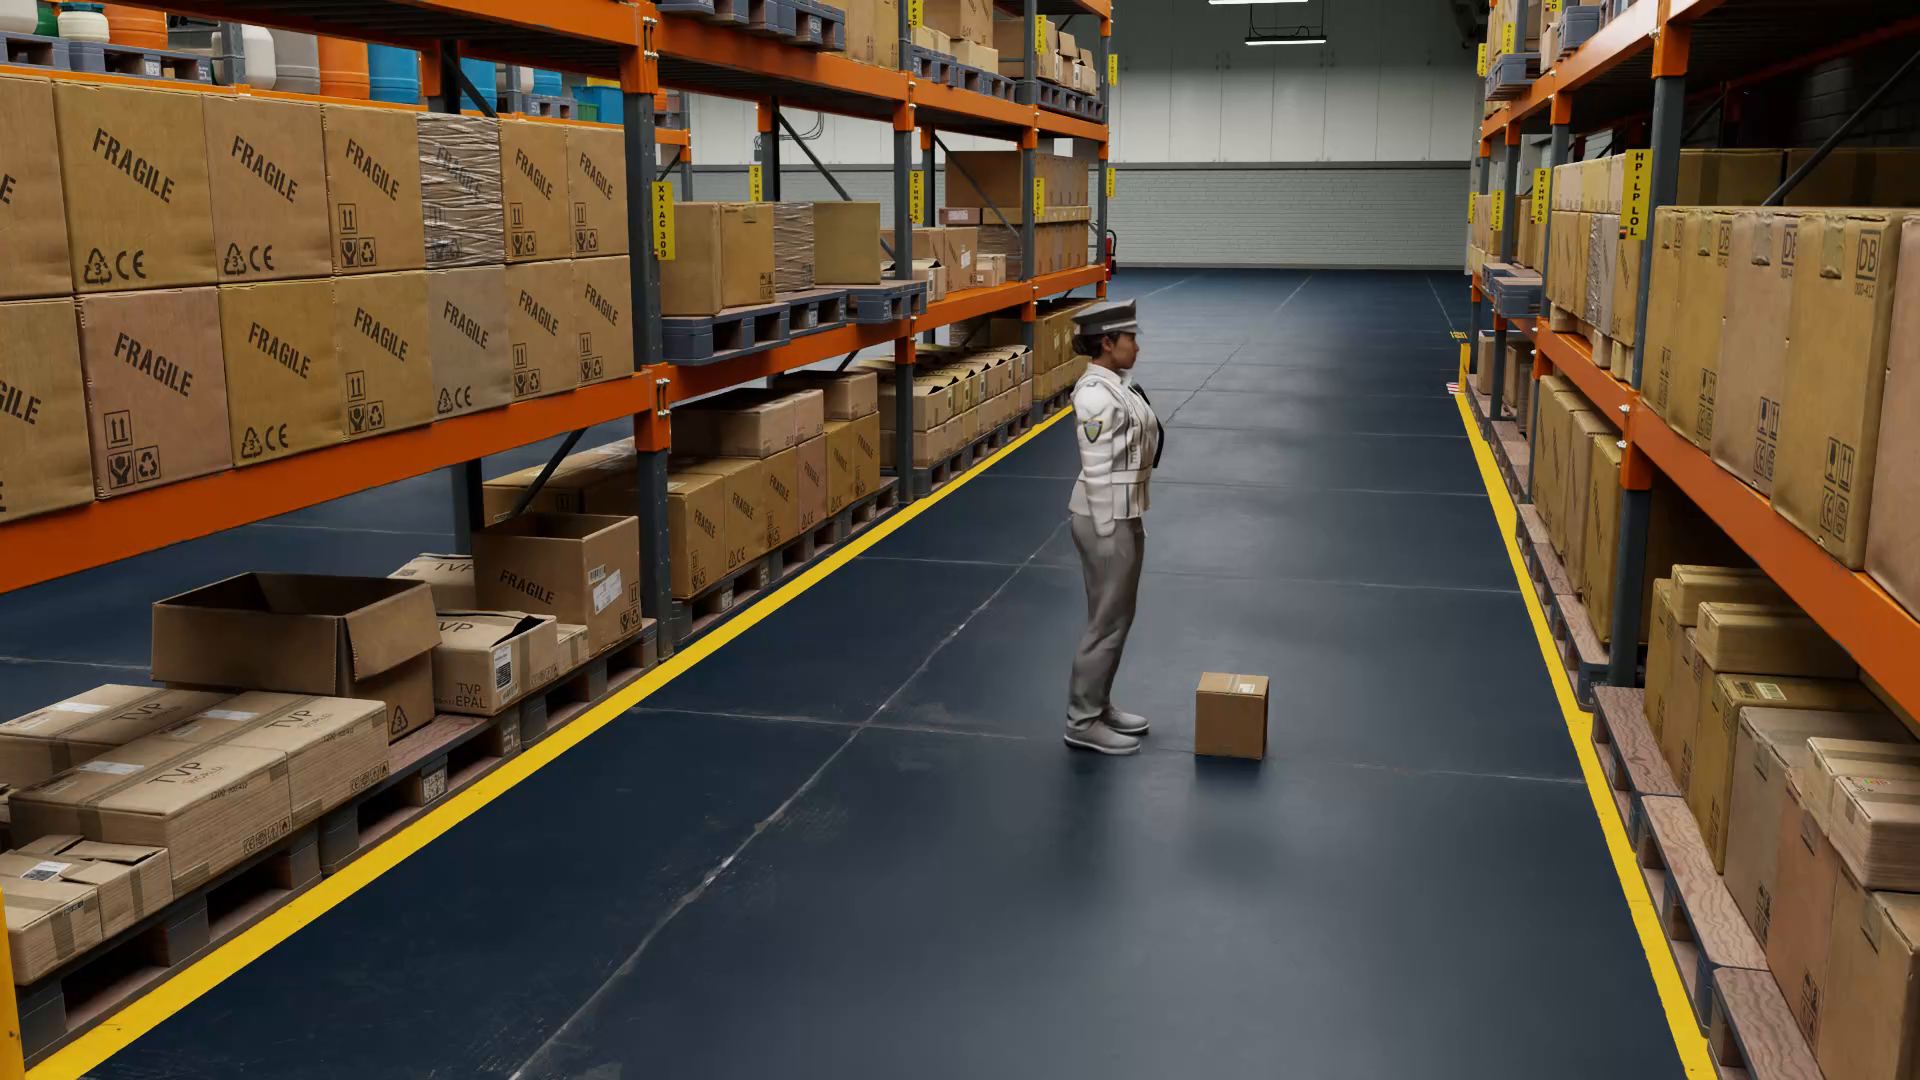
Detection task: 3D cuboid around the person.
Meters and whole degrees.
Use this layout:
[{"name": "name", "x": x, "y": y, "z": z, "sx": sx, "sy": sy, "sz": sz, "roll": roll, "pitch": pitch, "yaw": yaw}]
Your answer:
[{"name": "person", "x": 0.572, "y": -0.061, "z": 6.231, "sx": 0.338, "sy": 1.679, "sz": 0.466, "roll": 3, "pitch": 12, "yaw": 15}]
